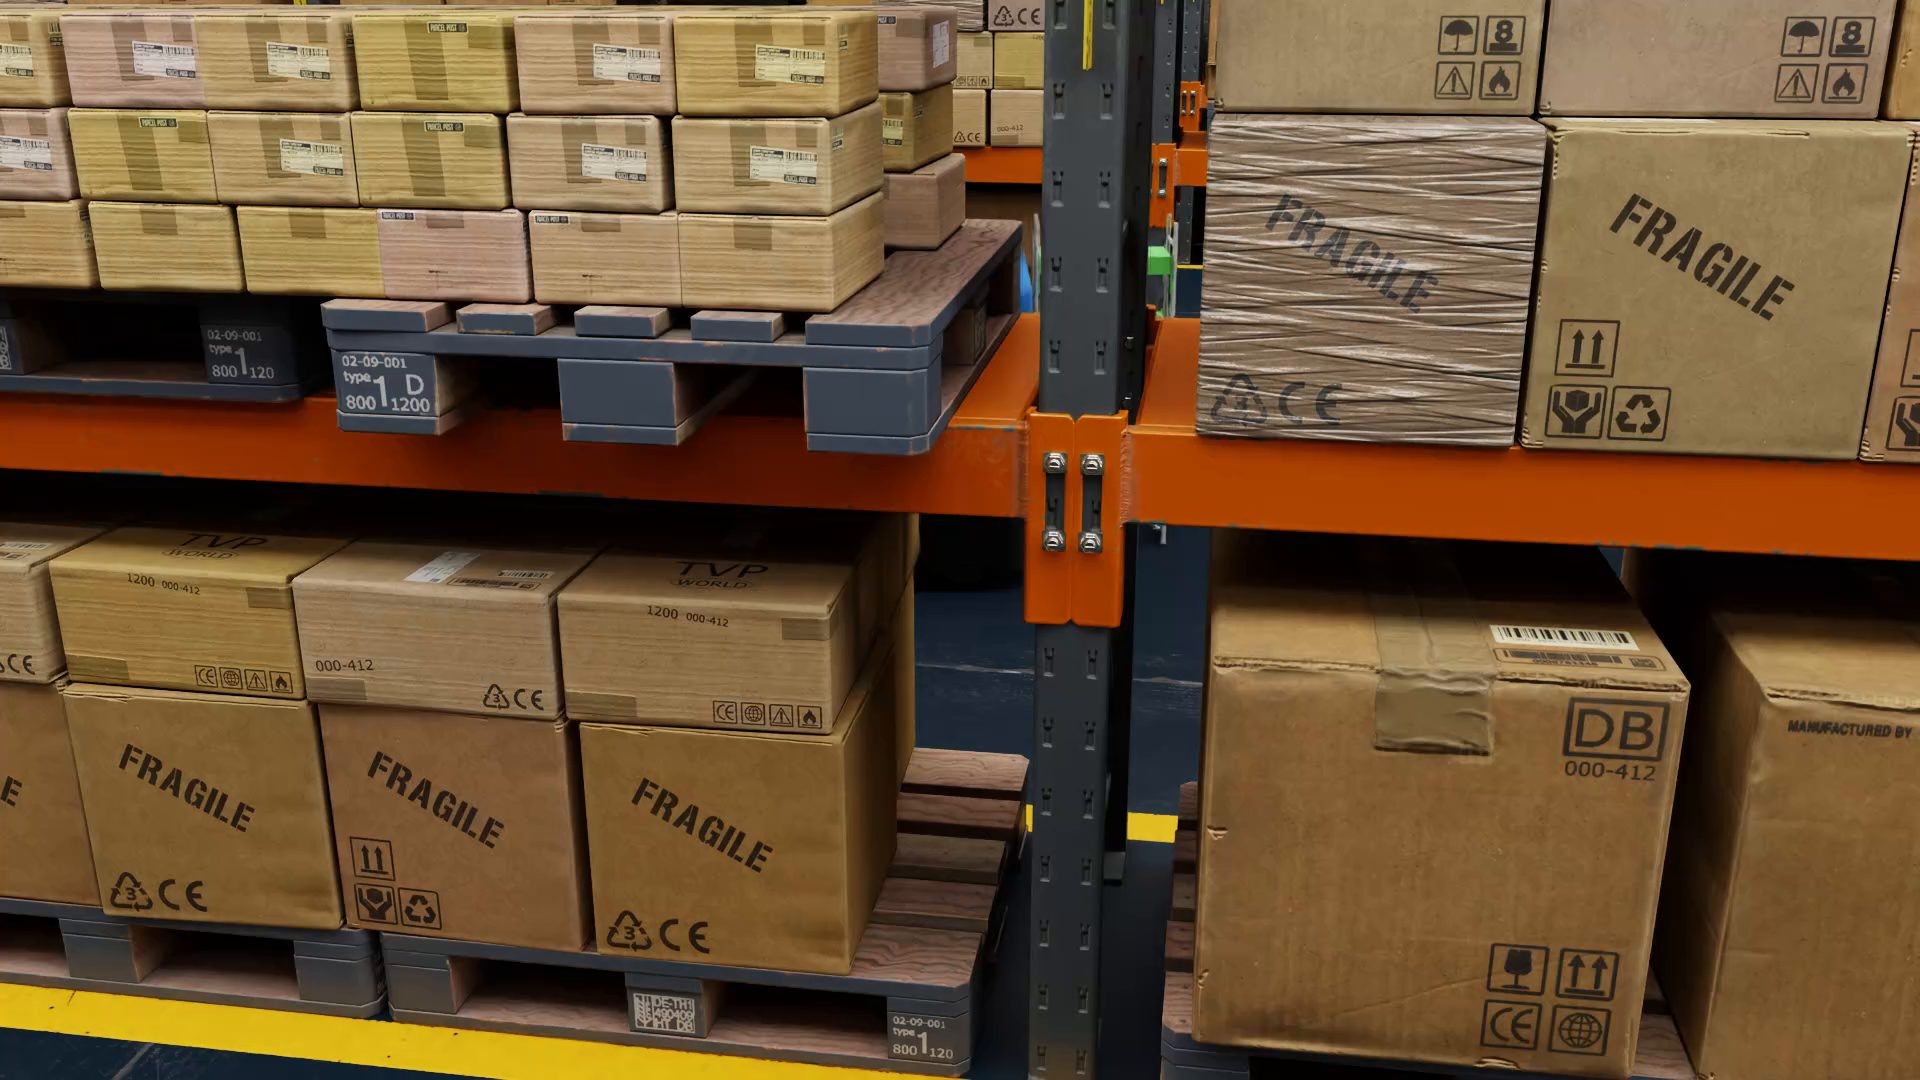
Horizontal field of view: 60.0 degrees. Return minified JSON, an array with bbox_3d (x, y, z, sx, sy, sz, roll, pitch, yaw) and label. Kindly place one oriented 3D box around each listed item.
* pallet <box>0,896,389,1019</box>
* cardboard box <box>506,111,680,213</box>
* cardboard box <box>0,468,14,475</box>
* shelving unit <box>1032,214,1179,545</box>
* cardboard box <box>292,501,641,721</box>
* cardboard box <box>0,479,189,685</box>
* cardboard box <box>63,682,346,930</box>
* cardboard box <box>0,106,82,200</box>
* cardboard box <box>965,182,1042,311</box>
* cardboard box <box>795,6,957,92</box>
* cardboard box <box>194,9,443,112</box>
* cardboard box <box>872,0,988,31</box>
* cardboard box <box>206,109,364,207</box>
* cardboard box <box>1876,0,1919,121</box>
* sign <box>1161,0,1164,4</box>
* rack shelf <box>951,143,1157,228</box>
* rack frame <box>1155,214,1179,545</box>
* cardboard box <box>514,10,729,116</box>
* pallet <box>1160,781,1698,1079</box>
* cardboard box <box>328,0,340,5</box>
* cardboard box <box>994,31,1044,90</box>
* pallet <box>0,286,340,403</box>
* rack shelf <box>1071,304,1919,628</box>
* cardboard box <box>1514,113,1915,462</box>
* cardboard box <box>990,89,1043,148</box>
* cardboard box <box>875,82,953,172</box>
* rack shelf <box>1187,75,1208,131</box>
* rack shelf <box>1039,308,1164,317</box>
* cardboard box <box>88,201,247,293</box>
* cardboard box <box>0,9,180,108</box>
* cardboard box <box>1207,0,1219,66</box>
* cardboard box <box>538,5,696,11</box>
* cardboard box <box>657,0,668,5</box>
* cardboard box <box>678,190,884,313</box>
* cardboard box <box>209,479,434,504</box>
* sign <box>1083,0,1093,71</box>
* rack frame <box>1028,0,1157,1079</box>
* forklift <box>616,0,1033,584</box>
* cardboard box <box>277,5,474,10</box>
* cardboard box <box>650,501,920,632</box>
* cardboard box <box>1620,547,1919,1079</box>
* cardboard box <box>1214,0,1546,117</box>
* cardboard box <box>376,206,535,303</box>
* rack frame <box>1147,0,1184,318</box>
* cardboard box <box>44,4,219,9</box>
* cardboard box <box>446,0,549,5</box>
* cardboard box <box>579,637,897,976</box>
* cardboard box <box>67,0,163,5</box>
[{"bbox_3d":[-1.702,0.690,3.908,1.213,0.211,1.003,3,19,9],"label":"pallet"},{"bbox_3d":[-0.553,-0.647,2.773,0.250,0.149,0.380,4,19,11],"label":"cardboard box"},{"bbox_3d":[-2.398,-0.113,4.008,0.500,0.250,0.500,4,19,11],"label":"cardboard box"},{"bbox_3d":[0.521,-0.589,6.173,0.503,1.200,0.258,0,18,0],"label":"shelving unit"},{"bbox_3d":[-0.946,0.126,3.295,0.500,0.250,0.500,3,19,9],"label":"cardboard box"},{"bbox_3d":[-1.962,0.072,3.456,0.500,0.250,0.500,4,19,11],"label":"cardboard box"},{"bbox_3d":[-1.457,0.456,3.491,0.500,0.500,0.500,2,19,6],"label":"cardboard box"},{"bbox_3d":[-1.563,-0.698,2.927,0.250,0.149,0.380,3,19,10],"label":"cardboard box"},{"bbox_3d":[0.287,-1.339,8.263,0.875,0.875,0.875,3,19,8],"label":"cardboard box"},{"bbox_3d":[-0.159,-0.977,3.291,0.250,0.149,0.380,3,19,9],"label":"cardboard box"},{"bbox_3d":[-1.056,-0.812,2.800,0.250,0.149,0.380,3,19,10],"label":"cardboard box"},{"bbox_3d":[-0.104,-2.575,7.539,0.500,0.500,0.500,3,19,10],"label":"cardboard box"},{"bbox_3d":[-1.060,-0.672,2.849,0.250,0.149,0.380,3,19,9],"label":"cardboard box"},{"bbox_3d":[1.719,-0.976,2.759,0.500,0.500,0.700,3,19,8],"label":"cardboard box"},{"bbox_3d":[0.871,-2.461,7.107,0.005,0.325,0.100,3,19,9],"label":"sign"},{"bbox_3d":[-1.019,-1.846,8.226,4.000,0.370,1.077,3,19,9],"label":"rack shelf"},{"bbox_3d":[0.765,-0.589,6.172,0.015,1.200,0.240,0,18,0],"label":"rack frame"},{"bbox_3d":[-0.533,-0.787,2.724,0.250,0.149,0.380,3,19,8],"label":"cardboard box"},{"bbox_3d":[1.037,0.855,3.414,1.213,0.211,1.003,3,19,9],"label":"pallet"},{"bbox_3d":[-3.425,-2.909,8.536,0.500,0.500,0.500,3,19,9],"label":"cardboard box"},{"bbox_3d":[0.438,-2.197,7.590,0.500,0.250,0.500,3,19,8],"label":"cardboard box"},{"bbox_3d":[-1.690,-0.526,3.451,1.213,0.211,1.003,3,19,9],"label":"pallet"},{"bbox_3d":[2.245,-0.089,2.974,4.000,0.370,1.077,3,19,9],"label":"rack shelf"},{"bbox_3d":[1.174,-0.446,2.751,0.500,0.500,0.500,3,19,8],"label":"cardboard box"},{"bbox_3d":[0.416,-1.959,7.668,0.500,0.250,0.500,2,19,7],"label":"cardboard box"},{"bbox_3d":[-0.174,-0.839,3.347,0.250,0.149,0.380,4,19,11],"label":"cardboard box"},{"bbox_3d":[3.714,-3.200,12.272,4.000,0.370,1.077,3,19,9],"label":"rack shelf"},{"bbox_3d":[0.521,-0.756,6.117,0.480,0.148,0.258,0,18,0],"label":"rack shelf"},{"bbox_3d":[-1.300,-0.544,2.935,0.250,0.149,0.380,2,19,6],"label":"cardboard box"},{"bbox_3d":[-1.562,-0.839,2.881,0.250,0.149,0.380,4,19,11],"label":"cardboard box"},{"bbox_3d":[1.364,-2.379,7.397,0.500,0.500,0.500,2,19,7],"label":"cardboard box"},{"bbox_3d":[-0.662,-1.003,3.369,0.250,0.149,0.380,3,19,8],"label":"cardboard box"},{"bbox_3d":[-1.091,-2.630,7.702,0.500,0.500,0.500,3,19,8],"label":"cardboard box"},{"bbox_3d":[-0.289,-0.491,2.778,0.250,0.149,0.380,3,19,10],"label":"cardboard box"},{"bbox_3d":[-1.359,-0.065,3.865,0.500,0.250,0.500,3,19,9],"label":"cardboard box"},{"bbox_3d":[0.194,-0.871,2.480,0.005,0.325,0.100,3,19,9],"label":"sign"},{"bbox_3d":[0.271,-0.530,3.161,0.127,3.000,1.000,3,19,9],"label":"rack frame"},{"bbox_3d":[-1.259,-1.377,5.798,3.031,2.935,1.130,0,19,0],"label":"forklift"},{"bbox_3d":[-1.191,-1.029,3.449,0.250,0.149,0.380,4,19,11],"label":"cardboard box"},{"bbox_3d":[-0.372,-0.010,3.702,0.500,0.250,0.500,2,19,6],"label":"cardboard box"},{"bbox_3d":[1.721,0.439,3.147,0.750,0.750,1.050,3,19,9],"label":"cardboard box"},{"bbox_3d":[0.712,-1.026,2.909,0.500,0.500,0.700,3,19,8],"label":"cardboard box"},{"bbox_3d":[-0.788,-0.517,2.855,0.250,0.149,0.380,3,19,10],"label":"cardboard box"},{"bbox_3d":[0.956,-2.086,7.811,0.127,3.000,1.000,3,19,9],"label":"rack frame"},{"bbox_3d":[-1.698,-1.056,3.528,0.250,0.149,0.380,3,19,8],"label":"cardboard box"},{"bbox_3d":[-2.098,-2.680,7.852,0.500,0.500,0.500,3,19,8],"label":"cardboard box"},{"bbox_3d":[-0.420,0.505,3.345,0.500,0.500,0.500,3,19,8],"label":"cardboard box"},{"bbox_3d":[-4.003,-2.774,8.134,0.500,0.500,0.500,3,19,8],"label":"cardboard box"}]
